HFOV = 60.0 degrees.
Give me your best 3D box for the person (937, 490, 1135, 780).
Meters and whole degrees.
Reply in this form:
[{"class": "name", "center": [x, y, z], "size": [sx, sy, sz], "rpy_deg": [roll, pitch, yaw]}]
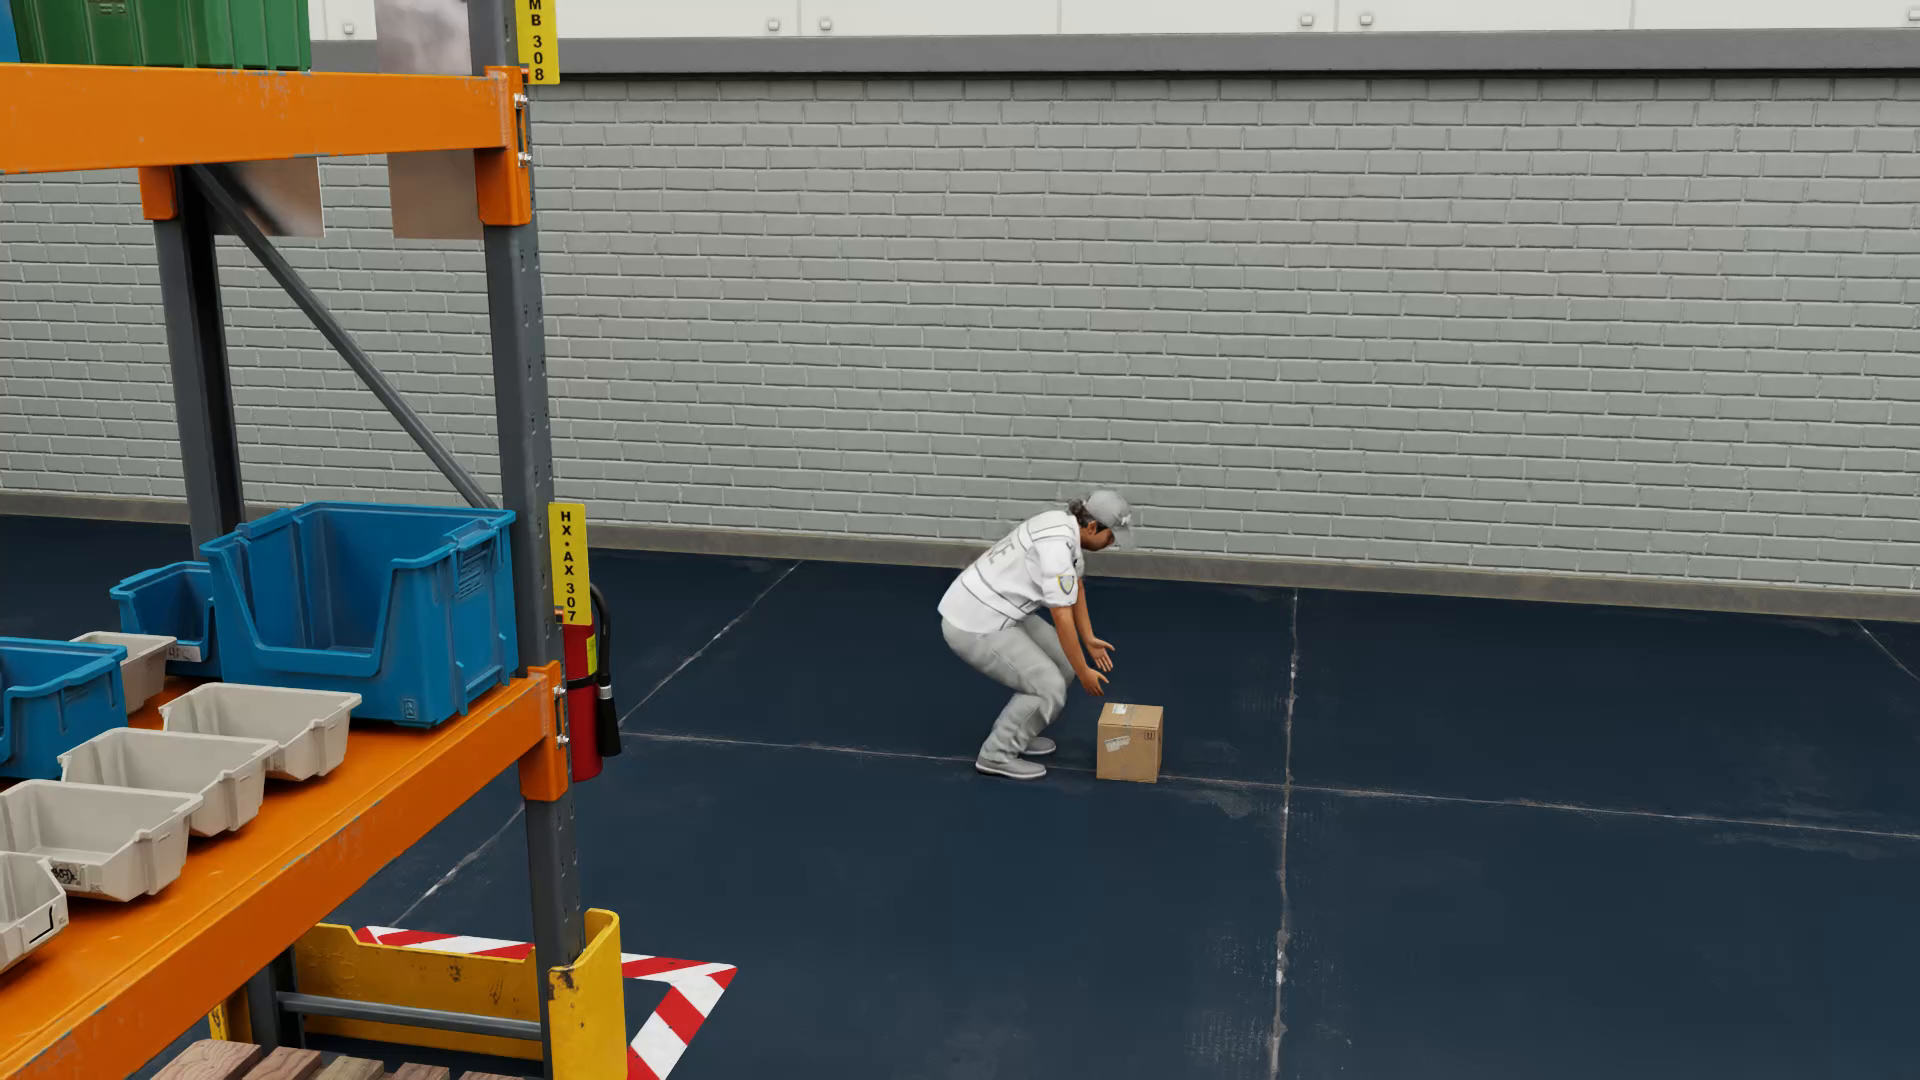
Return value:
[{"class": "person", "center": [0.323, 0.370, 7.018], "size": [0.807, 1.207, 0.538], "rpy_deg": [3, 15, 11]}]
